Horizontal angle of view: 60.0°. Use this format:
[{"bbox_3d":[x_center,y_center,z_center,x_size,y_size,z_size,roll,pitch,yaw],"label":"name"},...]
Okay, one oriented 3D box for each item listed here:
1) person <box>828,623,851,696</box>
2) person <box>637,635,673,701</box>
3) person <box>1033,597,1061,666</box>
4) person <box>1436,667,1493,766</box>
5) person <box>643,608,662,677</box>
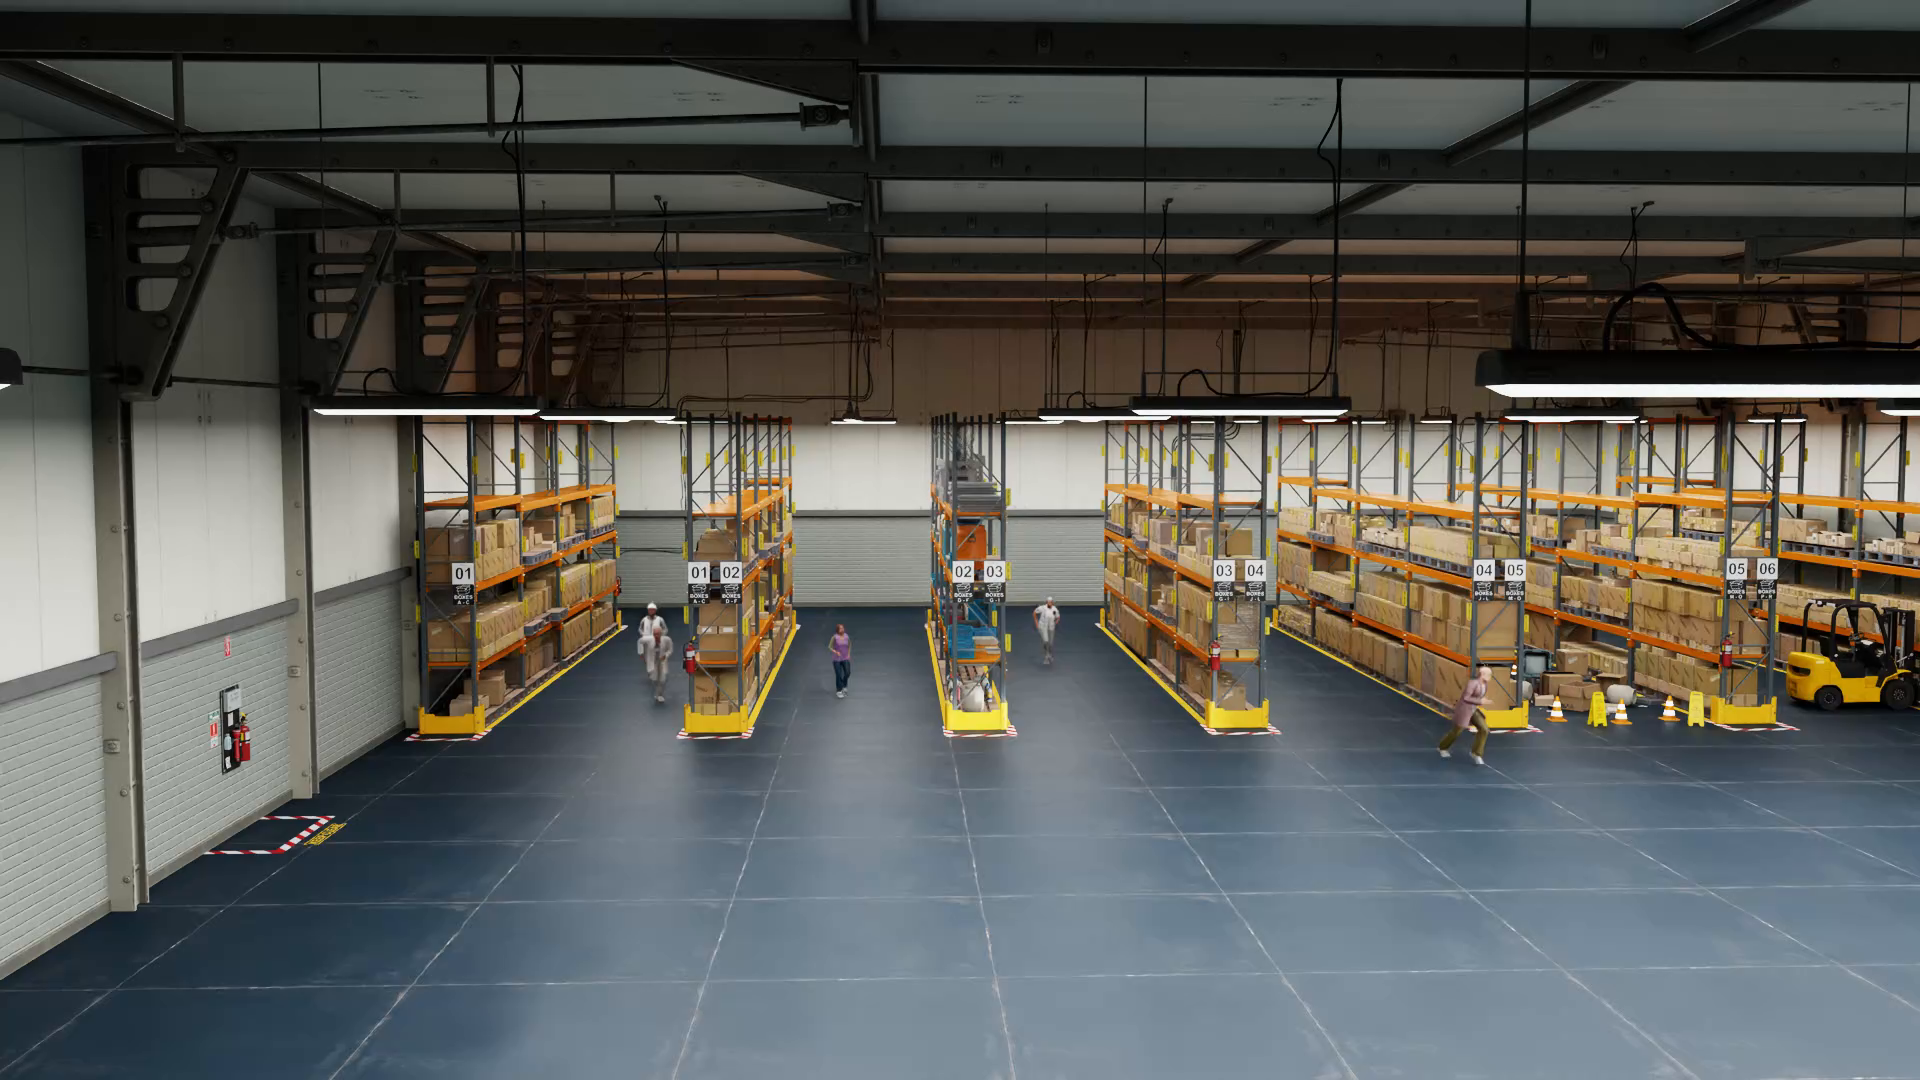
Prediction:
[{"bbox_3d":[-2.514,2.545,35.125,0.538,1.562,0.576,-1,4,-20],"label":"person"},{"bbox_3d":[-6.343,2.659,34.616,0.736,1.434,0.731,-1,4,-10],"label":"person"},{"bbox_3d":[2.106,2.181,40.229,0.642,1.669,0.802,-1,4,-12],"label":"person"},{"bbox_3d":[8.617,3.042,28.350,0.689,1.621,1.072,-4,5,-43],"label":"person"},{"bbox_3d":[-6.944,2.299,37.664,0.537,1.617,0.544,0,4,-2],"label":"person"}]
